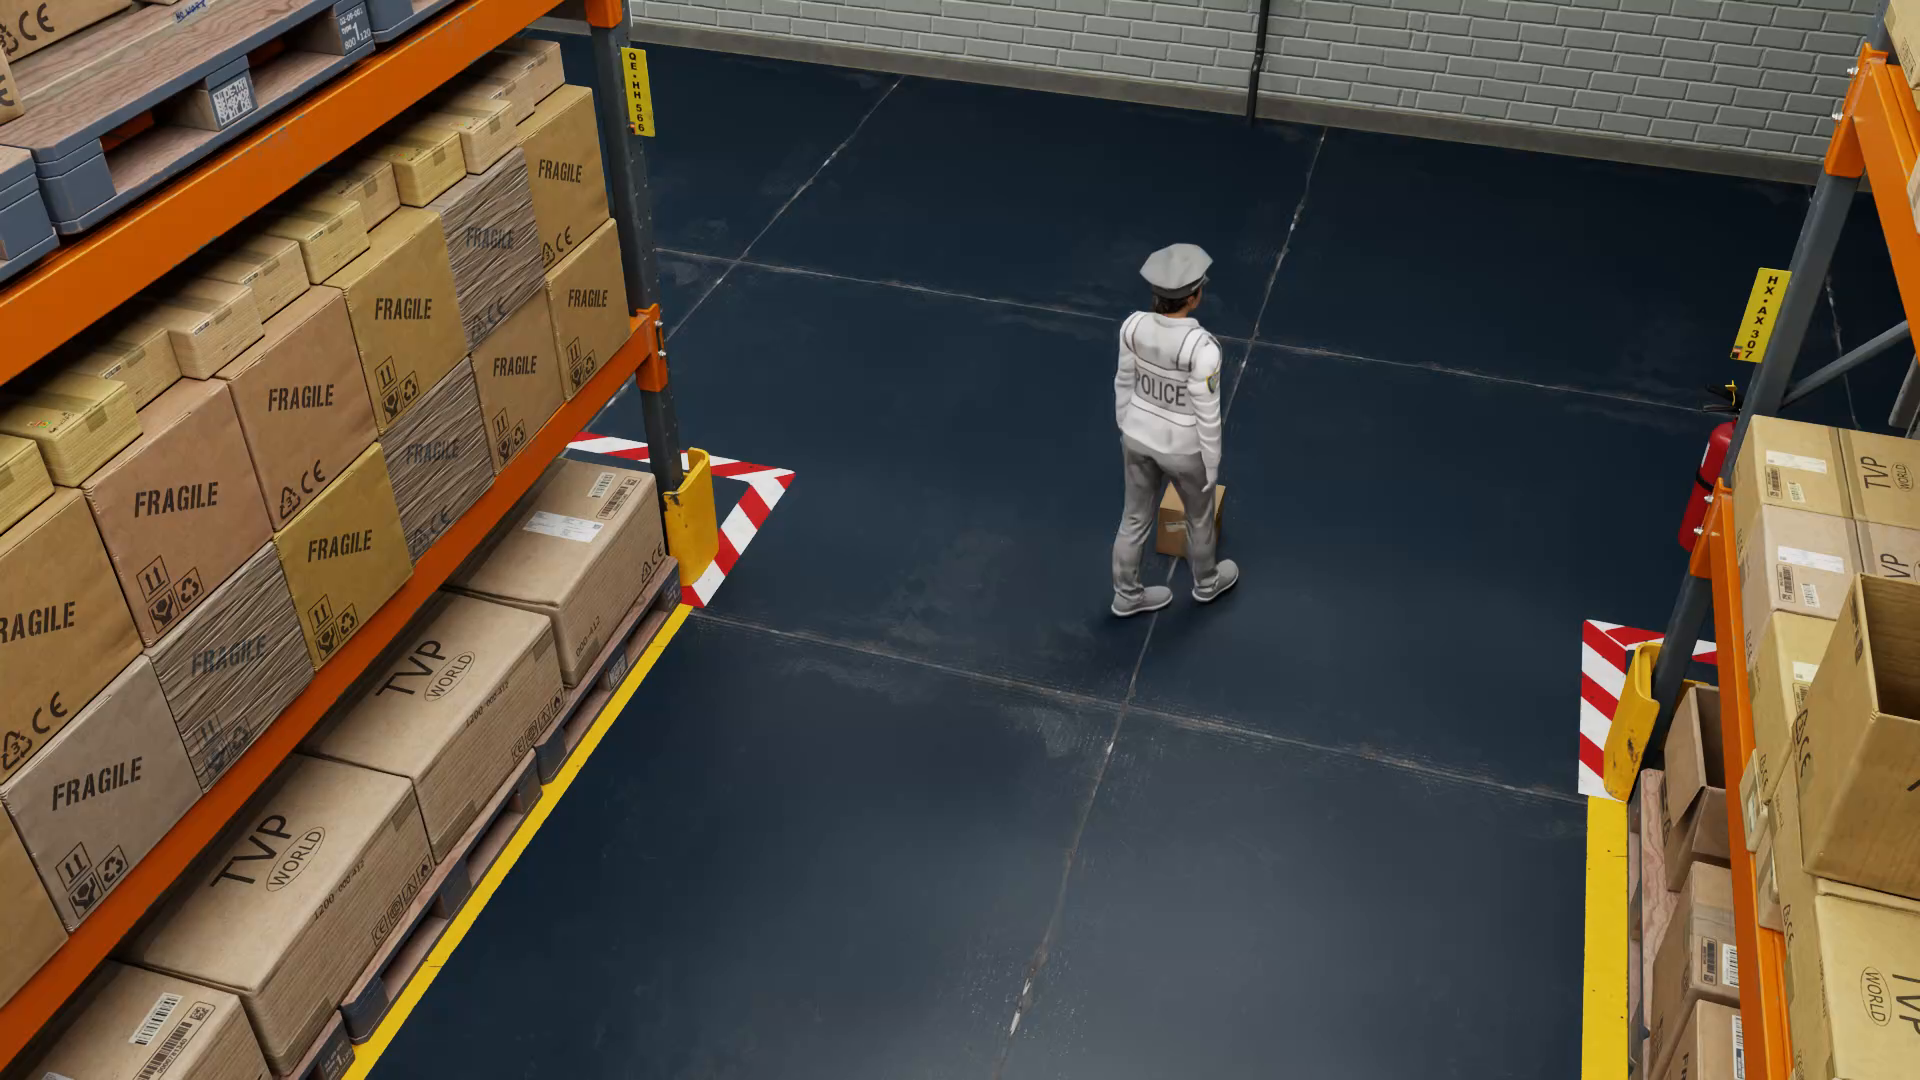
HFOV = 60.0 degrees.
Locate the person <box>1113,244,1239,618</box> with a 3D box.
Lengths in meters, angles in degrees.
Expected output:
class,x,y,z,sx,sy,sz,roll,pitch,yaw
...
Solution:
class,x,y,z,sx,sy,sz,roll,pitch,yaw
person,0.908,-0.440,6.707,0.490,1.672,0.578,25,44,29
